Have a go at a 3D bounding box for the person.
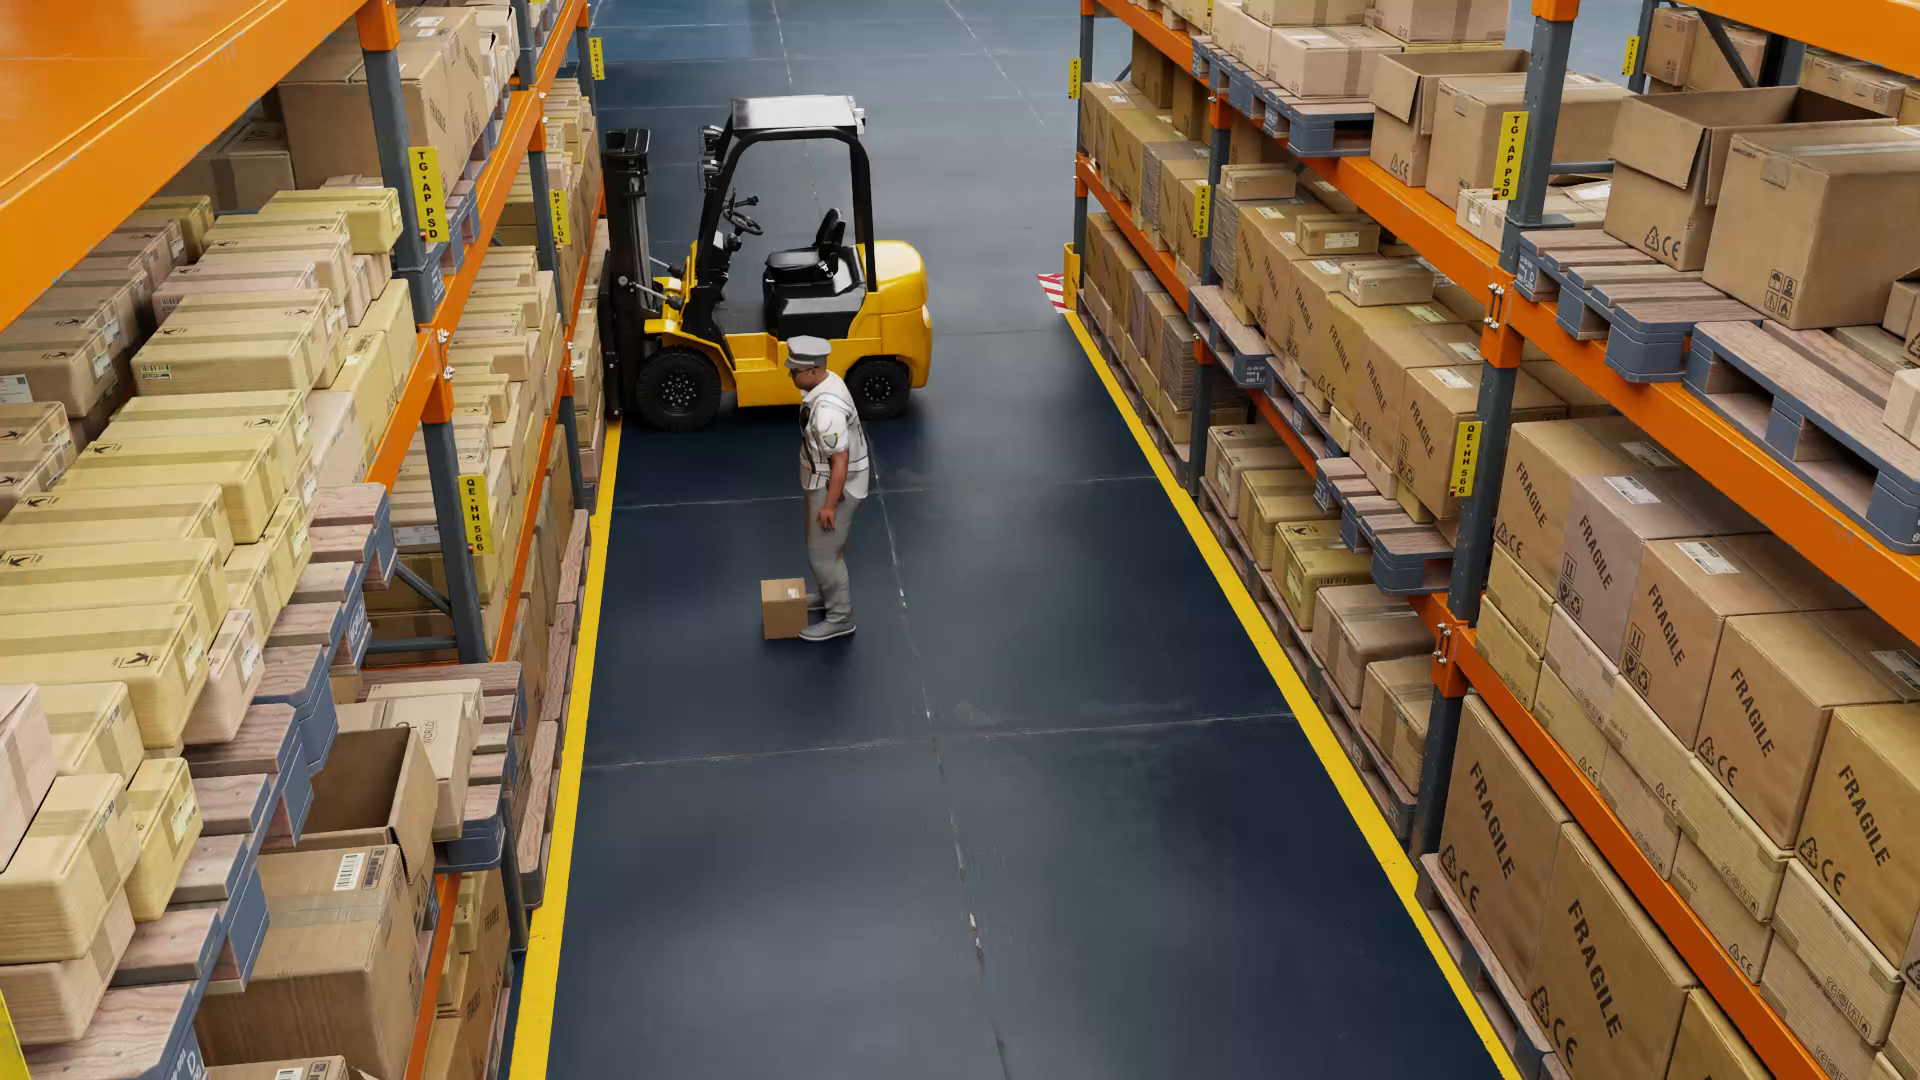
[{"bbox_3d":[-0.727,-0.297,9.193,0.437,1.747,0.597,-5,27,-10],"label":"person"}]
